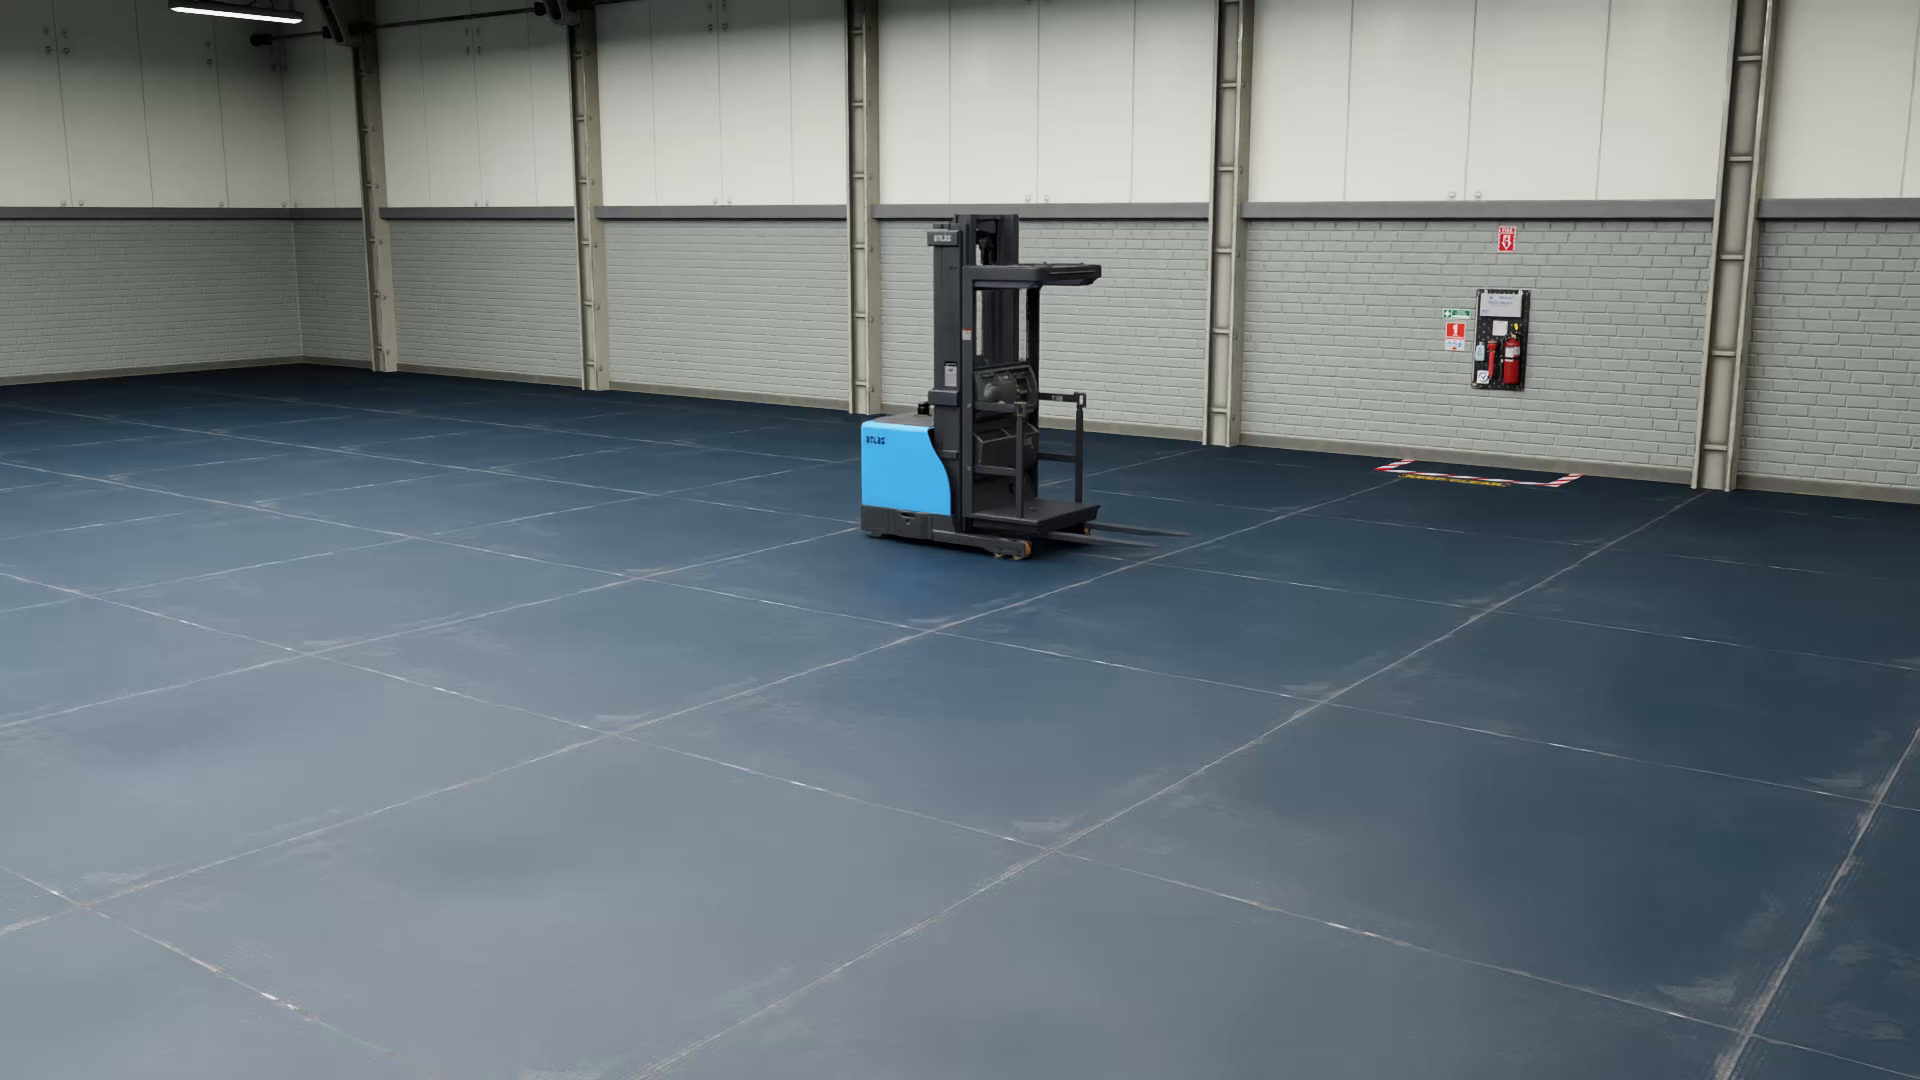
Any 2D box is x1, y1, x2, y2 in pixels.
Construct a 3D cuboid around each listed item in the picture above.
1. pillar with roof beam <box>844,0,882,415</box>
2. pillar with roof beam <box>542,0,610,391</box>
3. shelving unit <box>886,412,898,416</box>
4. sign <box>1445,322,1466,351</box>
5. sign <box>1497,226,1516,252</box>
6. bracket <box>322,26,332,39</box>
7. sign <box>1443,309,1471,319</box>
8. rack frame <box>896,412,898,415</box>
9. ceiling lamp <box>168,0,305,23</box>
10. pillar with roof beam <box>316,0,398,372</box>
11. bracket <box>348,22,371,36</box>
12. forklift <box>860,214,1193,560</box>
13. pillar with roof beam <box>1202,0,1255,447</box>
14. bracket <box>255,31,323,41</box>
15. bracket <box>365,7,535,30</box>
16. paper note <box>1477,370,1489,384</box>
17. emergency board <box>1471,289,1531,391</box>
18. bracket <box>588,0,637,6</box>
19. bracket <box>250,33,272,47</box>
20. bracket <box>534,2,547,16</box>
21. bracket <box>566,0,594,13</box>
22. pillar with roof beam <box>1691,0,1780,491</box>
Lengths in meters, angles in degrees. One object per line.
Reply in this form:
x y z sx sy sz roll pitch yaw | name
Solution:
-3.978 -5.677 20.904 0.400 9.000 9.100 8 13 36 | pillar with roof beam
-8.814 -6.352 24.391 0.548 9.000 9.100 8 13 36 | pillar with roof beam
-0.570 -0.694 16.075 0.215 1.050 0.252 5 12 22 | shelving unit
5.889 -2.421 19.772 0.234 0.329 0.001 8 13 36 | sign
6.326 -3.480 19.236 0.199 0.298 0.001 8 13 36 | sign
-11.646 -9.445 30.902 0.430 0.232 0.235 8 13 36 | bracket
5.887 -2.679 19.712 0.331 0.109 0.001 8 13 36 | sign
-0.523 -0.716 16.185 0.200 1.050 0.008 5 12 22 | rack frame
-10.923 -9.357 24.559 0.800 3.185 2.000 8 13 36 | ceiling lamp
-13.650 -7.026 27.877 0.548 9.000 9.100 8 13 36 | pillar with roof beam
-10.977 -9.352 30.420 0.430 0.232 0.235 8 13 36 | bracket
0.578 -1.380 14.668 3.031 2.935 1.130 8 13 34 | forklift
0.858 -5.003 17.417 0.400 9.000 9.100 8 13 36 | pillar with roof beam
-13.080 -9.645 31.936 3.189 0.066 0.076 8 13 36 | bracket
-8.901 -9.062 28.923 4.783 0.066 0.076 8 13 36 | bracket
6.171 -1.923 19.614 0.142 0.148 0.016 8 13 36 | paper note
6.273 -2.325 19.373 0.643 1.169 0.194 8 13 36 | emergency board
-4.065 -8.387 25.436 4.783 0.066 0.076 8 13 36 | bracket
-13.557 -9.711 32.280 0.430 0.232 0.235 8 13 36 | bracket
-6.810 -8.770 27.416 0.430 0.232 0.235 8 13 36 | bracket
-6.141 -8.677 26.933 0.430 0.232 0.235 8 13 36 | bracket
5.694 -4.328 13.930 0.400 9.000 9.100 8 13 36 | pillar with roof beam
